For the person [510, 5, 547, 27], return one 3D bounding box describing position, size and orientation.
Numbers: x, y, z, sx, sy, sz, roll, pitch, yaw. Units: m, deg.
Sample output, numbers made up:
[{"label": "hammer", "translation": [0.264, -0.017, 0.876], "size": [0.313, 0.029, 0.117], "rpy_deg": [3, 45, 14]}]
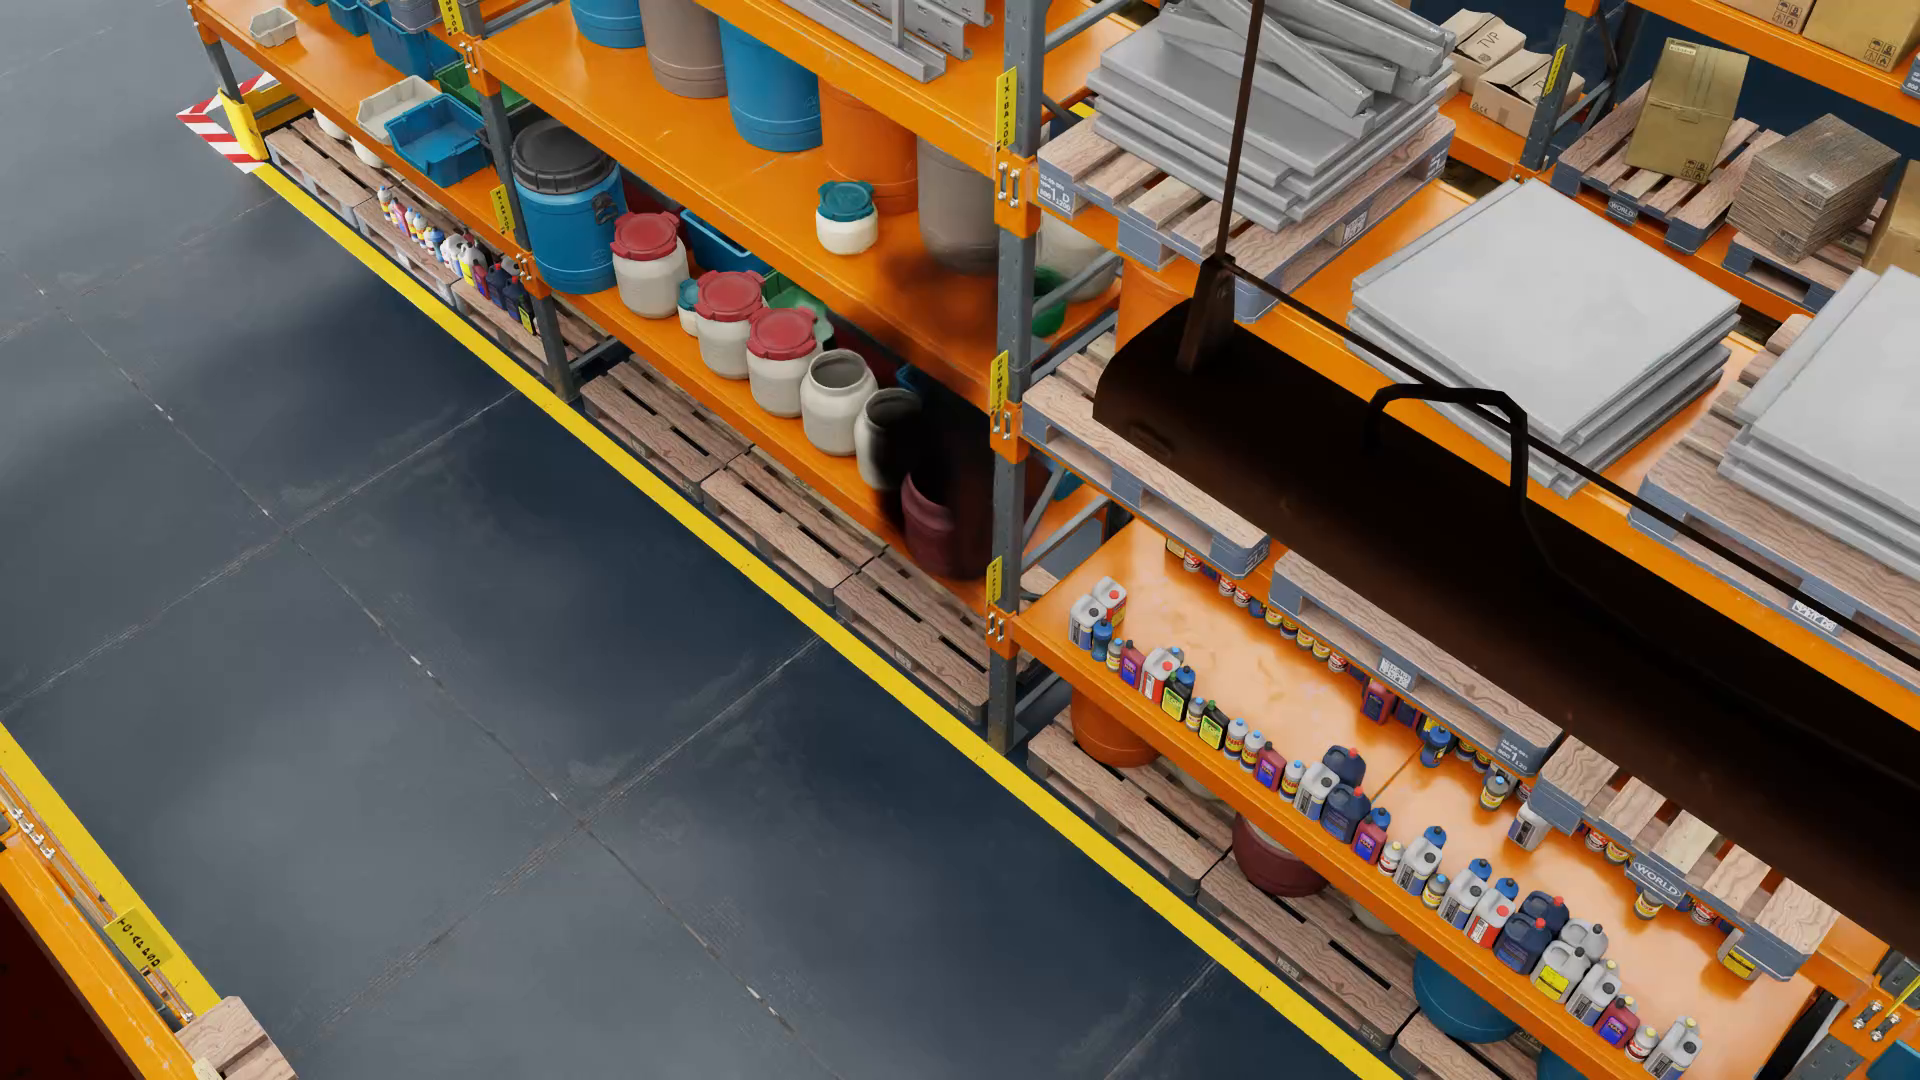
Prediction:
[{"label": "person", "translation": [-3.341, -4.111, 12.755], "size": [0.611, 1.626, 0.546], "rpy_deg": [26, 55, 20]}]
